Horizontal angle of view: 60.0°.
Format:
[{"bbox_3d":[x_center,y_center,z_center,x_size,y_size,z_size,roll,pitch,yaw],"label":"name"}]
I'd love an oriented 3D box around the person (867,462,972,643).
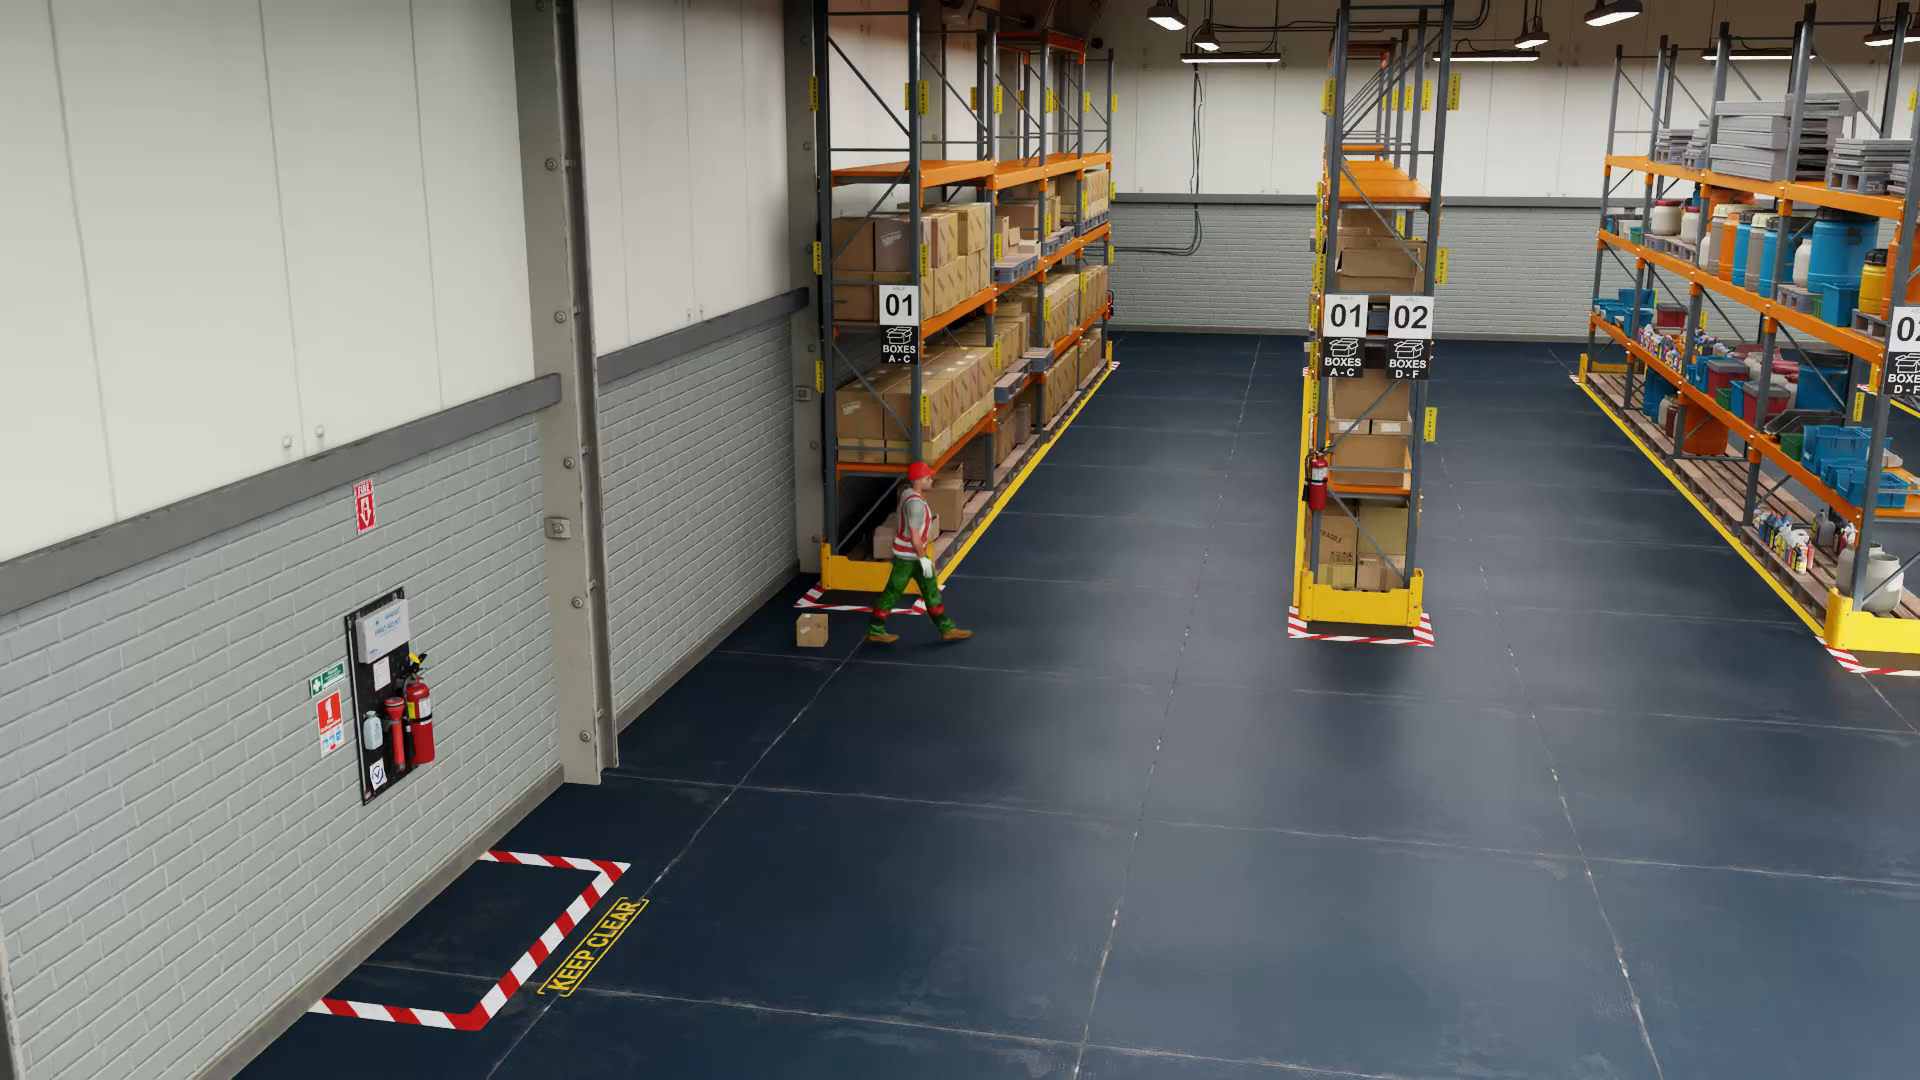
[{"bbox_3d":[-0.382,0.119,15.463,0.989,1.723,0.579,1,15,3],"label":"person"}]
